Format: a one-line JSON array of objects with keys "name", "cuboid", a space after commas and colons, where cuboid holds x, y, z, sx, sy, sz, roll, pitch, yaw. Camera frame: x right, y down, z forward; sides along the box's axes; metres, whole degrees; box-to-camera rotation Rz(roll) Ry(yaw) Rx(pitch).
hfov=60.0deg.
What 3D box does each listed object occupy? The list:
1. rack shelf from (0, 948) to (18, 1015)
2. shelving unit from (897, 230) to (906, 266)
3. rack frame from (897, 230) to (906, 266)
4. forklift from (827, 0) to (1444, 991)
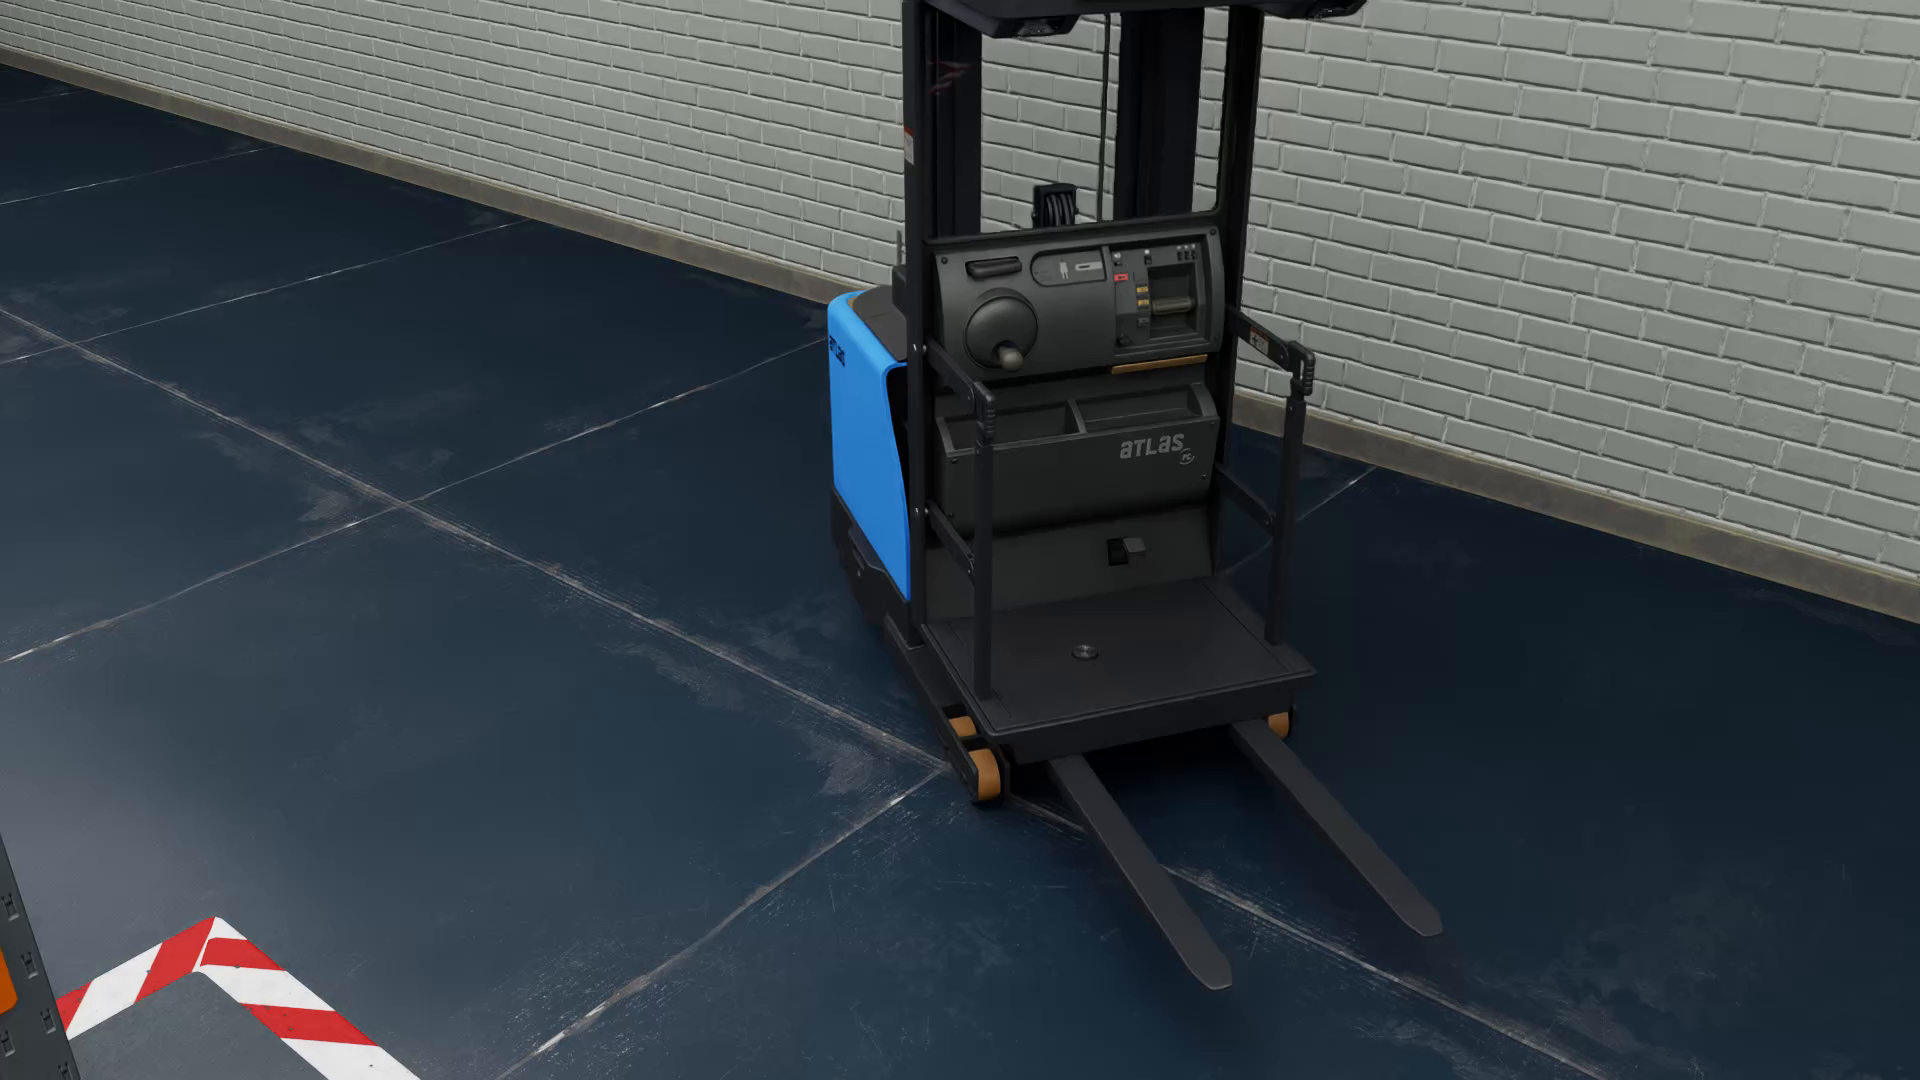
[{"name": "rack shelf", "cuboid": [-3.383, 1.242, 1.867, 1.077, 0.370, 4.000, 21, 34, 34]}, {"name": "shelving unit", "cuboid": [-0.094, -0.664, 6.727, 0.258, 1.200, 0.189, 24, 36, 39]}, {"name": "rack frame", "cuboid": [-0.159, -0.634, 6.669, 0.240, 1.200, 0.006, 24, 36, 39]}, {"name": "forklift", "cuboid": [0.449, -0.698, 4.909, 1.130, 2.935, 3.031, -9, 29, -17]}]
